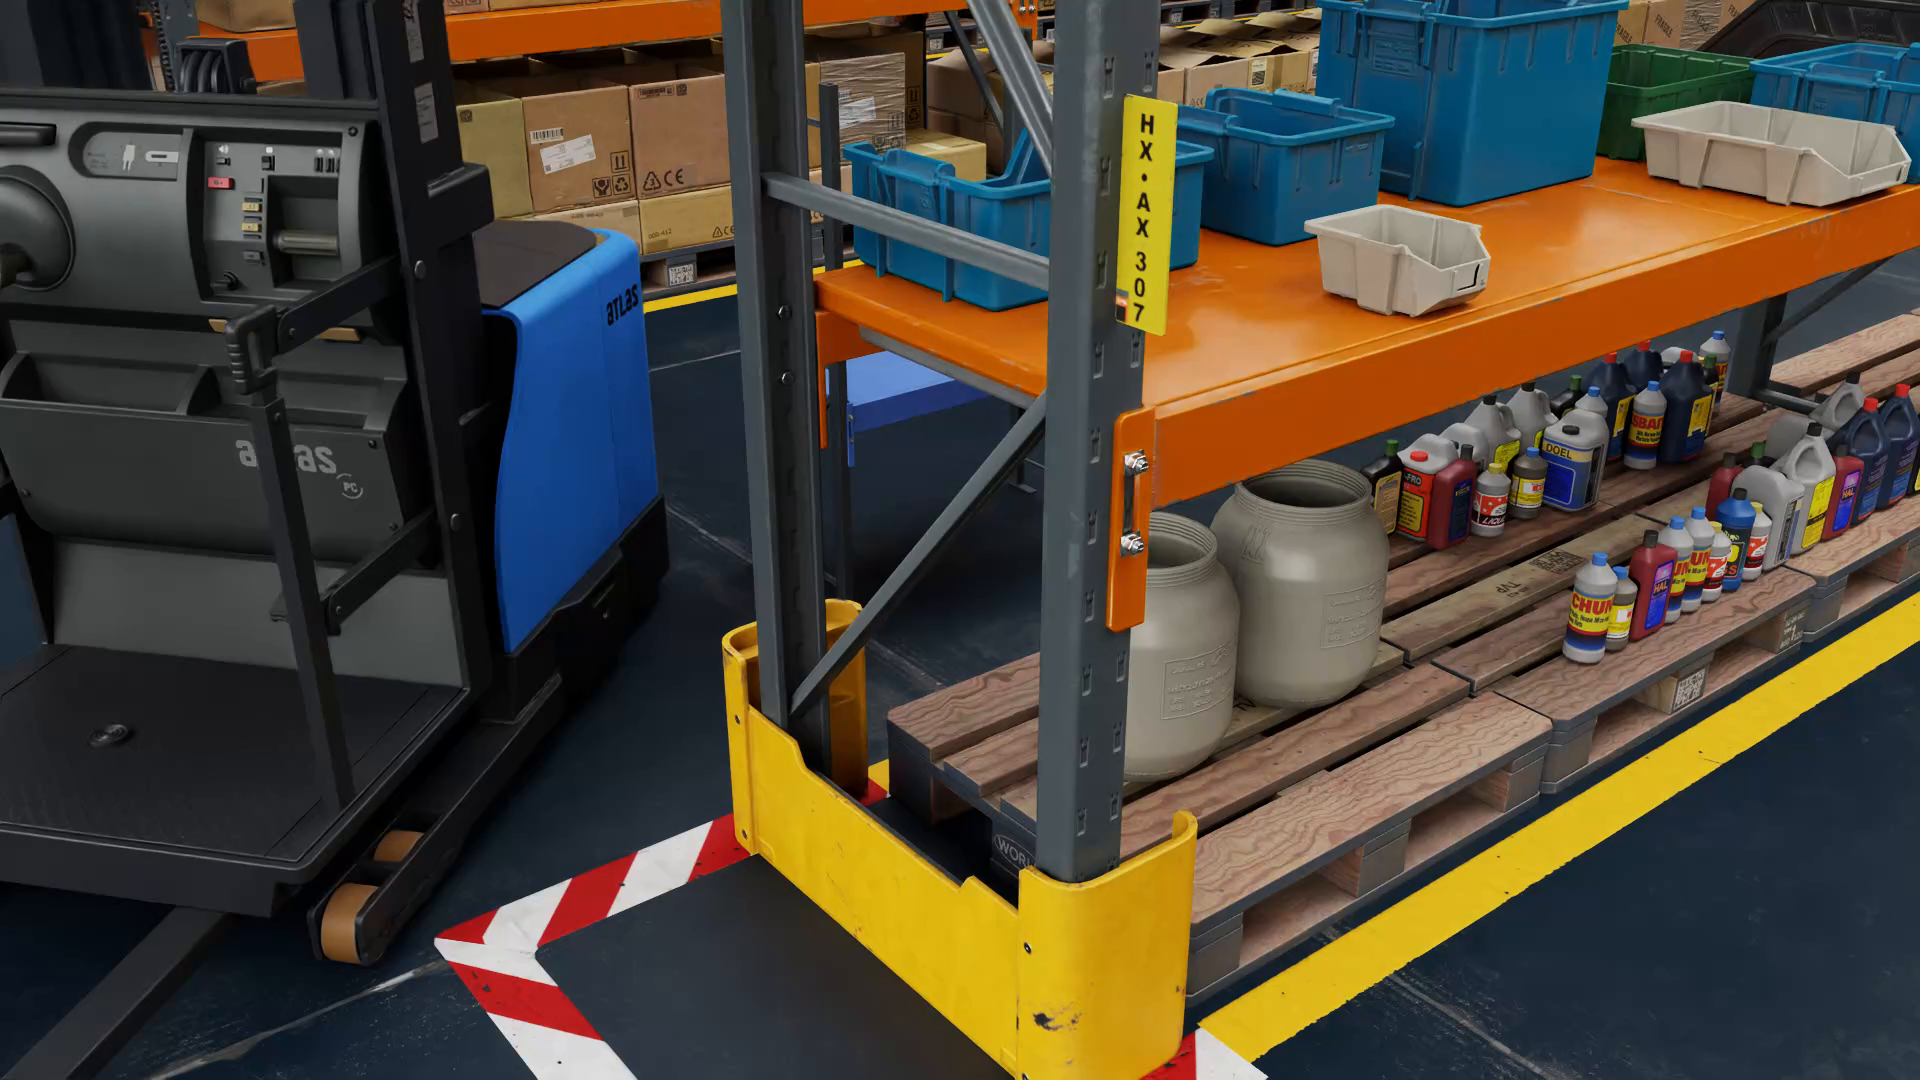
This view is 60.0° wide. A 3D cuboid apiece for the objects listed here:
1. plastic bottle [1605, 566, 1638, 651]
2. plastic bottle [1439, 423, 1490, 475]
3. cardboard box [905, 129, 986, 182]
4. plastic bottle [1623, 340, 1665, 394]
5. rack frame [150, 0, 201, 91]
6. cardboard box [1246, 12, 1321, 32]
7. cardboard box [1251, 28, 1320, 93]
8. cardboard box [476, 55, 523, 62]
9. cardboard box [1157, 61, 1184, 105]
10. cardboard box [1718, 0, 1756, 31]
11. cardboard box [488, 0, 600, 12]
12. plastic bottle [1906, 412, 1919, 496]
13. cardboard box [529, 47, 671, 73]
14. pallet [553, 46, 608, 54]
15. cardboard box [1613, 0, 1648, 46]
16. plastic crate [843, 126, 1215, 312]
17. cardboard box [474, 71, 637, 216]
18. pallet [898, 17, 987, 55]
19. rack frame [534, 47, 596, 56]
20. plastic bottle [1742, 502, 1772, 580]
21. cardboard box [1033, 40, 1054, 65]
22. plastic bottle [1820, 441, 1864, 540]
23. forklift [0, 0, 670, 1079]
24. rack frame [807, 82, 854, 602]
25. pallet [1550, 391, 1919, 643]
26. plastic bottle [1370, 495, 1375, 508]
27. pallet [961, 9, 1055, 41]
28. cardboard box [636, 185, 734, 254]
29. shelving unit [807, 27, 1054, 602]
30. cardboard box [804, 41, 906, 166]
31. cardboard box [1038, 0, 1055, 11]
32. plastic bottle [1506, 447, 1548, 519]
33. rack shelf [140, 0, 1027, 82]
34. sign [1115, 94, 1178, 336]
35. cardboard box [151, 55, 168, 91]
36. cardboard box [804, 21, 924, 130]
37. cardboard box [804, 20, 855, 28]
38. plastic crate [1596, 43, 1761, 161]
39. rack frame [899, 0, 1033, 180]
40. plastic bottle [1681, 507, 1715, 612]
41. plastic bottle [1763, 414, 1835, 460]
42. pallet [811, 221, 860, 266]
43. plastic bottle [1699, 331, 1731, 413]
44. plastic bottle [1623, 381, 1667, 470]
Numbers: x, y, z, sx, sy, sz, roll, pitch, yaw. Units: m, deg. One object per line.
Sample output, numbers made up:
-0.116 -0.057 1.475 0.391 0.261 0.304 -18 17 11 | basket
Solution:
1.625 0.164 4.136 0.097 0.201 0.097 0 25 0 | plastic bottle
1.423 -0.190 4.810 0.135 0.276 0.152 -19 31 -35 | plastic bottle
-0.212 -1.943 8.641 0.500 0.250 0.500 -18 31 -34 | cardboard box
2.181 -0.476 5.337 0.185 0.351 0.144 -17 30 -33 | plastic bottle
-3.129 -2.153 6.327 0.127 3.000 1.000 -18 31 -34 | rack frame
2.164 -3.251 10.794 0.500 0.311 0.500 -19 31 -35 | cardboard box
2.102 -2.944 10.132 0.500 0.311 0.500 -18 31 -34 | cardboard box
-3.444 -3.598 12.283 0.380 0.166 0.250 22 33 39 | cardboard box
0.894 -2.543 9.268 0.500 0.311 0.500 -19 31 -35 | cardboard box
5.708 -3.988 12.726 0.500 0.500 0.500 -18 30 -34 | cardboard box
-1.950 -2.581 7.129 0.500 0.500 0.700 -18 30 -34 | cardboard box
2.897 -0.284 5.003 0.133 0.283 0.061 -17 30 -32 | plastic bottle
-1.719 -2.069 8.021 0.500 0.500 0.500 -18 31 -34 | cardboard box
-2.430 -3.770 13.123 1.213 0.211 1.003 -18 31 -34 | pallet
4.507 -3.587 11.863 0.500 0.500 0.500 -19 31 -35 | cardboard box
0.133 -0.673 3.314 0.616 0.251 0.499 -18 31 -34 | plastic crate
-1.792 -1.767 7.371 0.500 0.500 0.500 -18 31 -34 | cardboard box
-0.510 -4.404 14.489 1.213 0.211 1.003 -18 31 -34 | pallet
-3.041 -4.833 12.100 0.127 3.000 1.000 -18 31 -34 | rack frame
2.131 -0.004 4.496 0.097 0.201 0.097 0 25 0 | plastic bottle
0.566 -2.728 9.665 0.500 0.311 0.500 -17 30 -33 | cardboard box
2.489 -0.149 4.713 0.133 0.283 0.061 -16 29 -31 | plastic bottle
-1.653 -0.635 3.137 1.130 2.935 3.031 5 25 10 | forklift
-0.467 -0.526 4.602 0.032 1.500 0.500 -18 31 -34 | rack frame
2.518 -0.125 5.269 1.213 0.211 1.003 -18 31 -34 | pallet
1.099 -0.064 4.627 0.097 0.201 0.097 0 25 0 | plastic bottle
0.773 -4.787 15.313 1.213 0.211 1.003 -18 31 -34 | pallet
-1.389 -1.551 7.797 0.500 0.250 0.500 -18 31 -34 | cardboard box
-0.067 -0.658 4.887 1.048 1.500 0.538 -18 31 -34 | shelving unit
-0.612 -2.157 8.211 0.500 0.500 0.500 -18 31 -34 | cardboard box
0.766 -5.235 15.021 0.750 0.750 0.750 -19 31 -35 | cardboard box
1.660 -0.172 4.860 0.097 0.201 0.097 0 25 0 | plastic bottle
-1.556 -2.347 7.598 4.000 0.370 1.077 -18 31 -34 | rack shelf
0.260 -0.454 2.336 0.005 0.325 0.100 -18 31 -34 | sign
-5.140 -3.071 10.976 0.500 0.311 0.500 -15 29 -30 | cardboard box
-0.540 -2.459 8.862 0.500 0.500 0.500 -18 31 -34 | cardboard box
-1.279 -4.499 13.828 0.500 0.500 0.700 -18 31 -34 | cardboard box
1.829 -1.195 4.514 0.662 0.188 0.450 -18 31 -34 | plastic crate
0.018 -3.193 8.566 0.127 3.000 1.000 -18 31 -34 | rack frame
1.892 0.044 4.311 0.097 0.271 0.097 0 25 0 | plastic bottle
2.481 -0.245 4.927 0.135 0.276 0.152 -18 31 -34 | plastic bottle
-0.633 -1.735 8.738 1.213 0.211 1.003 -18 31 -34 | pallet
2.551 -0.575 5.644 0.097 0.271 0.097 0 25 0 | plastic bottle
2.141 -0.363 5.187 0.097 0.271 0.097 0 25 0 | plastic bottle
